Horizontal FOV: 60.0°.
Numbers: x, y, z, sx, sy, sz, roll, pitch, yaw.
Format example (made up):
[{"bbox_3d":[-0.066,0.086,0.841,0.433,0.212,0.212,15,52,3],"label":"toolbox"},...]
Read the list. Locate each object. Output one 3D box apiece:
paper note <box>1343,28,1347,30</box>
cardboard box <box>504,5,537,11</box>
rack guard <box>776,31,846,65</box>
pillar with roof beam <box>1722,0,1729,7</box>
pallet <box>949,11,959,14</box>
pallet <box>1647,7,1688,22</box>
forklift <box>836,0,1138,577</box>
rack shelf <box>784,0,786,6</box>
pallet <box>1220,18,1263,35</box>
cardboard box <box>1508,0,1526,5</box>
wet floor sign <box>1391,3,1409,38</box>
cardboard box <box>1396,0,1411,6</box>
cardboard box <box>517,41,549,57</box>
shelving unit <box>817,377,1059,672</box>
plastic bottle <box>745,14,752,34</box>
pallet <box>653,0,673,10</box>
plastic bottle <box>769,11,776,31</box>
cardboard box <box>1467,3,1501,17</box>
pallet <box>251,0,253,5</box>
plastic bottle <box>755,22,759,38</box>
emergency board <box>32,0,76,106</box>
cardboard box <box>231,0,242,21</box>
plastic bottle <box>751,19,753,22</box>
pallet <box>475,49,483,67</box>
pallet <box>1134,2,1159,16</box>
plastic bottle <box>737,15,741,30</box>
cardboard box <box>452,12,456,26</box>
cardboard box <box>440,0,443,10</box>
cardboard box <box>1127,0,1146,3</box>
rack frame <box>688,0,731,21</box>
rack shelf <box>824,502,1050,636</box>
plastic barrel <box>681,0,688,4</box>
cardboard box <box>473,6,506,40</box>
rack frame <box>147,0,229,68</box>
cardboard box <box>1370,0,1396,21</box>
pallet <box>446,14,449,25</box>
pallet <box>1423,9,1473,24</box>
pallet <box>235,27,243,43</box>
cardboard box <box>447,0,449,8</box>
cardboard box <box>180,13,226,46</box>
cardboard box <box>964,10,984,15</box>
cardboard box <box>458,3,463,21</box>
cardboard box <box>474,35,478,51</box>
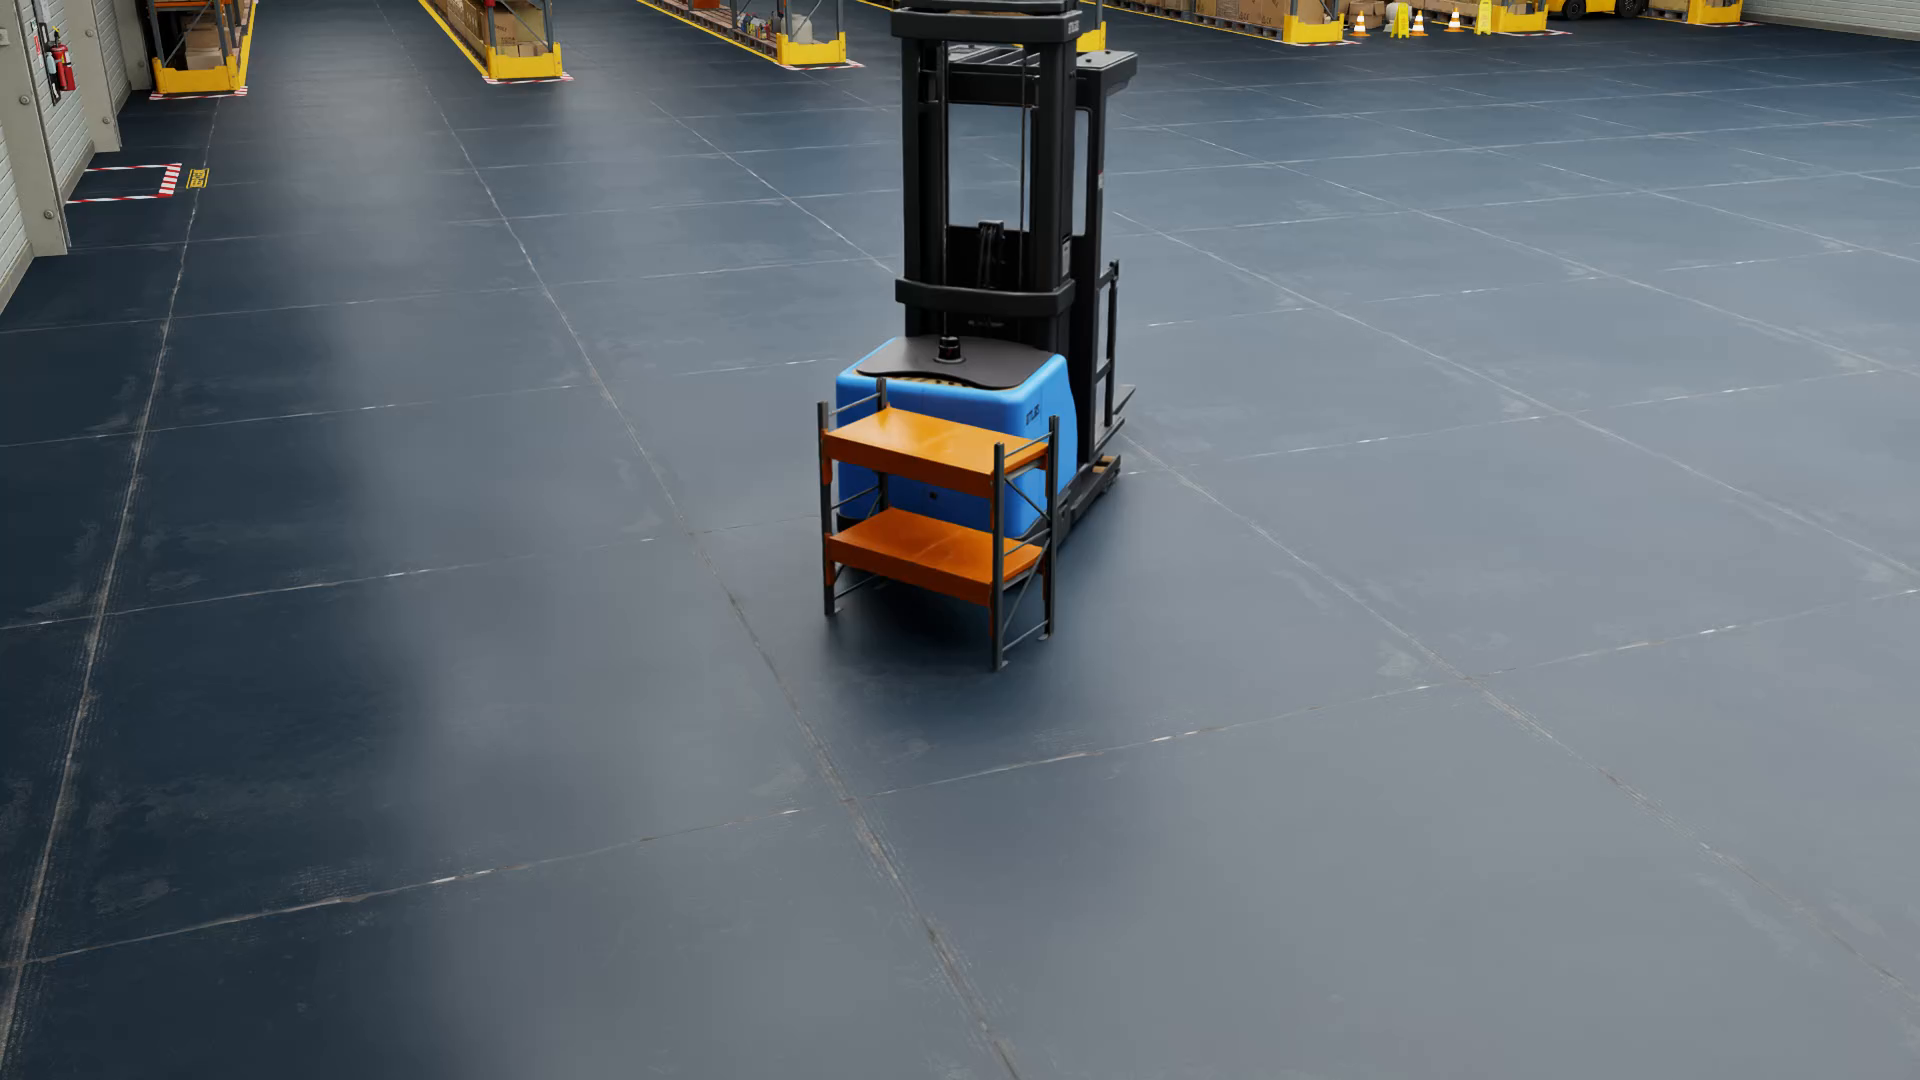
[{"bbox_3d":[7.844,-10.439,33.981,0.144,0.017,0.142,0,23,-1],"label":"paper note"},{"bbox_3d":[-7.499,-8.878,28.485,0.500,0.500,0.500,-8,24,-19],"label":"cardboard box"},{"bbox_3d":[-2.586,-8.567,28.931,1.175,0.500,0.348,-8,24,-19],"label":"rack guard"},{"bbox_3d":[12.602,-14.969,33.180,9.100,9.000,0.400,-8,24,-19],"label":"pillar with roof beam"},{"bbox_3d":[-0.005,-11.272,35.722,1.003,0.211,1.213,-8,24,-19],"label":"pallet"},{"bbox_3d":[15.723,-11.406,36.040,1.003,0.211,1.213,-8,24,-19],"label":"pallet"},{"bbox_3d":[0.332,-1.674,9.449,1.130,2.935,3.031,8,24,19],"label":"forklift"},{"bbox_3d":[-3.221,-10.093,30.260,1.077,0.370,4.000,-8,24,-19],"label":"rack shelf"},{"bbox_3d":[6.012,-10.458,33.791,1.003,0.211,1.213,-8,24,-19],"label":"pallet"},{"bbox_3d":[11.355,-11.348,34.347,0.500,0.500,0.500,-9,25,-21],"label":"cardboard box"},{"bbox_3d":[8.657,-10.197,32.613,0.267,0.644,0.232,-13,26,-28],"label":"wet floor sign"},{"bbox_3d":[9.933,-11.865,36.538,0.500,0.250,0.500,-10,25,-21],"label":"cardboard box"},{"bbox_3d":[-7.131,-8.171,27.774,0.500,0.250,0.500,-8,24,-19],"label":"cardboard box"},{"bbox_3d":[-0.109,-0.098,8.034,1.048,1.125,0.538,15,27,32],"label":"shelving unit"},{"bbox_3d":[-3.964,-9.714,31.279,0.144,0.351,0.185,-9,25,-21],"label":"plastic bottle"},{"bbox_3d":[-6.520,-12.487,38.604,1.003,0.211,1.213,-8,24,-19],"label":"pallet"},{"bbox_3d":[-3.566,-9.919,31.765,0.144,0.351,0.185,-8,24,-19],"label":"plastic bottle"},{"bbox_3d":[10.844,-10.929,34.317,0.500,0.250,0.500,-8,24,-19],"label":"cardboard box"},{"bbox_3d":[-17.080,-12.587,38.842,1.003,0.211,1.213,-8,24,-19],"label":"pallet"},{"bbox_3d":[-3.686,-9.398,30.626,0.152,0.276,0.135,-9,24,-20],"label":"plastic bottle"},{"bbox_3d":[-9.883,-5.390,18.177,0.194,1.169,0.643,-8,24,-19],"label":"emergency board"},{"bbox_3d":[-14.746,-10.733,33.080,0.750,0.750,0.750,-9,24,-20],"label":"cardboard box"},{"bbox_3d":[-3.877,-9.629,31.180,0.097,0.271,0.097,0,23,0],"label":"plastic bottle"},{"bbox_3d":[-7.887,-8.449,29.024,1.003,0.211,1.213,-8,24,-19],"label":"pallet"},{"bbox_3d":[4.604,-11.903,37.220,1.003,0.211,1.213,-8,24,-19],"label":"pallet"},{"bbox_3d":[-4.225,-9.920,31.871,0.097,0.271,0.097,0,23,0],"label":"plastic bottle"},{"bbox_3d":[-9.698,-10.251,32.709,0.500,0.250,0.500,-9,24,-20],"label":"cardboard box"},{"bbox_3d":[-10.900,-11.662,35.710,0.500,0.500,0.500,-9,25,-21],"label":"cardboard box"},{"bbox_3d":[4.412,-12.534,37.481,1.050,0.750,0.750,-8,24,-18],"label":"cardboard box"},{"bbox_3d":[-5.341,-12.604,35.292,1.000,3.000,0.127,-8,24,-19],"label":"rack frame"},{"bbox_3d":[-0.109,0.127,8.129,1.000,0.278,0.538,15,27,32],"label":"rack shelf"},{"bbox_3d":[-5.929,-12.272,37.069,0.600,0.588,0.708,-8,24,-19],"label":"plastic barrel"},{"bbox_3d":[-7.985,-8.806,28.316,0.500,0.500,0.500,-8,24,-19],"label":"cardboard box"},{"bbox_3d":[-11.783,-8.338,25.171,1.000,3.000,0.127,-8,24,-19],"label":"rack frame"},{"bbox_3d":[9.082,-11.463,35.801,0.500,0.500,0.500,8,24,18],"label":"cardboard box"},{"bbox_3d":[-10.205,-10.917,34.881,1.003,0.211,1.213,-8,24,-19],"label":"pallet"},{"bbox_3d":[10.682,-11.222,35.603,1.003,0.211,1.213,-8,24,-19],"label":"pallet"},{"bbox_3d":[-14.335,-9.676,31.935,1.003,0.211,1.213,-8,24,-19],"label":"pallet"},{"bbox_3d":[-10.066,-10.880,33.480,0.500,0.311,0.500,-7,24,-17],"label":"cardboard box"},{"bbox_3d":[-13.472,-9.107,29.648,0.700,0.500,0.500,-7,24,-17],"label":"cardboard box"},{"bbox_3d":[0.509,-11.107,34.393,0.700,0.500,0.500,-10,25,-23],"label":"cardboard box"},{"bbox_3d":[-9.164,-9.953,31.281,0.500,0.311,0.500,-8,24,-18],"label":"cardboard box"},{"bbox_3d":[-8.157,-8.643,28.894,0.500,0.250,0.500,-8,24,-19],"label":"cardboard box"}]
